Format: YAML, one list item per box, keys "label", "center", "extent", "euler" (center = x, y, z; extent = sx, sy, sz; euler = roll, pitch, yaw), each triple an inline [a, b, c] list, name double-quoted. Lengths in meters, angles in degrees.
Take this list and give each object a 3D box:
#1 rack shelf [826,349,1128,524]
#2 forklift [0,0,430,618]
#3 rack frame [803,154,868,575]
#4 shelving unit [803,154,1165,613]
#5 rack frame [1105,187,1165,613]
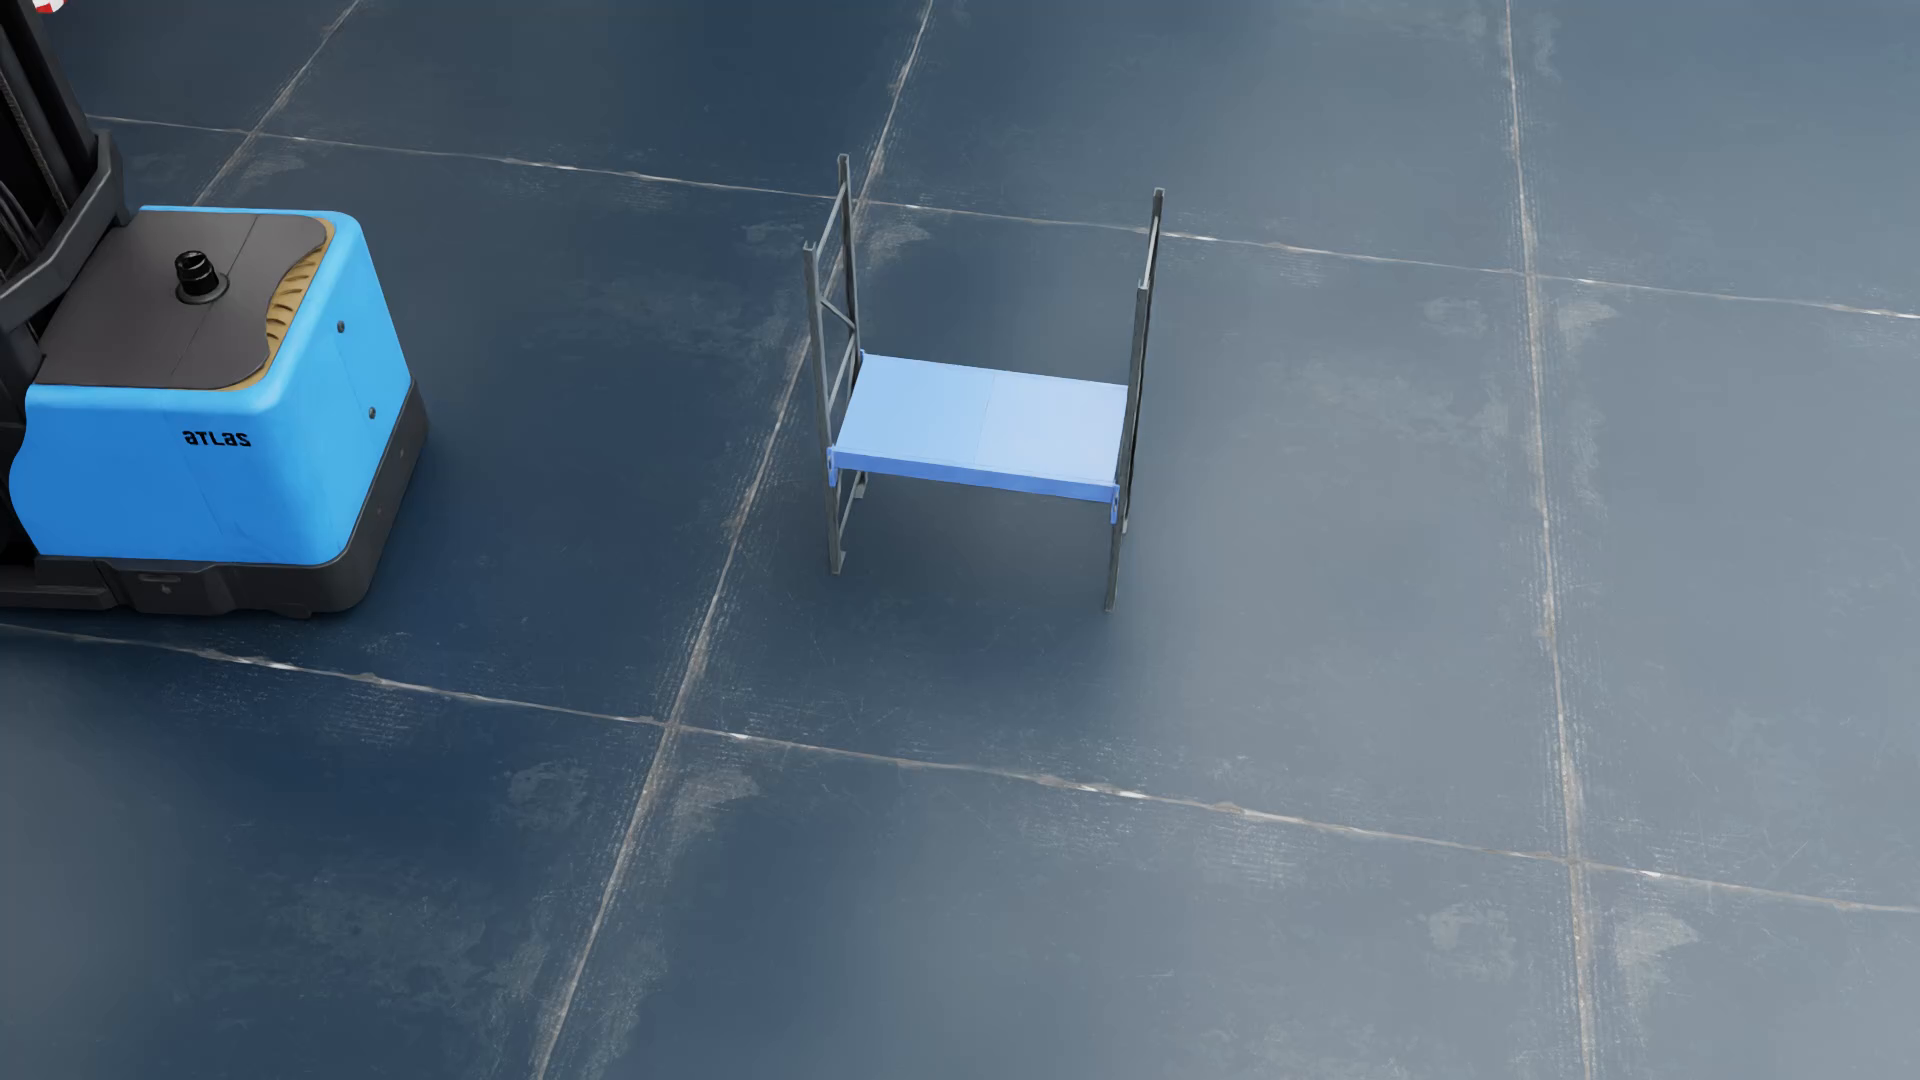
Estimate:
- label: "rack shelf"
  center: [0.084, -0.370, 5.816]
  extent: [1.000, 0.185, 0.538]
  euler: [8, 49, 7]
- label: "forklift"
  center: [-3.626, -1.117, 5.284]
  extent: [3.031, 2.935, 1.130]
  euler: [2, 48, 2]
- label: "rack frame"
  center: [-0.416, -0.557, 5.742]
  extent: [0.032, 1.500, 0.500]
  euler: [8, 49, 7]
- label: "shelving unit"
  center: [0.084, -0.490, 5.682]
  extent: [1.048, 1.500, 0.538]
  euler: [8, 49, 7]
- label: "rack frame"
  center: [0.584, -0.423, 5.622]
  extent: [0.032, 1.500, 0.500]
  euler: [8, 49, 7]
